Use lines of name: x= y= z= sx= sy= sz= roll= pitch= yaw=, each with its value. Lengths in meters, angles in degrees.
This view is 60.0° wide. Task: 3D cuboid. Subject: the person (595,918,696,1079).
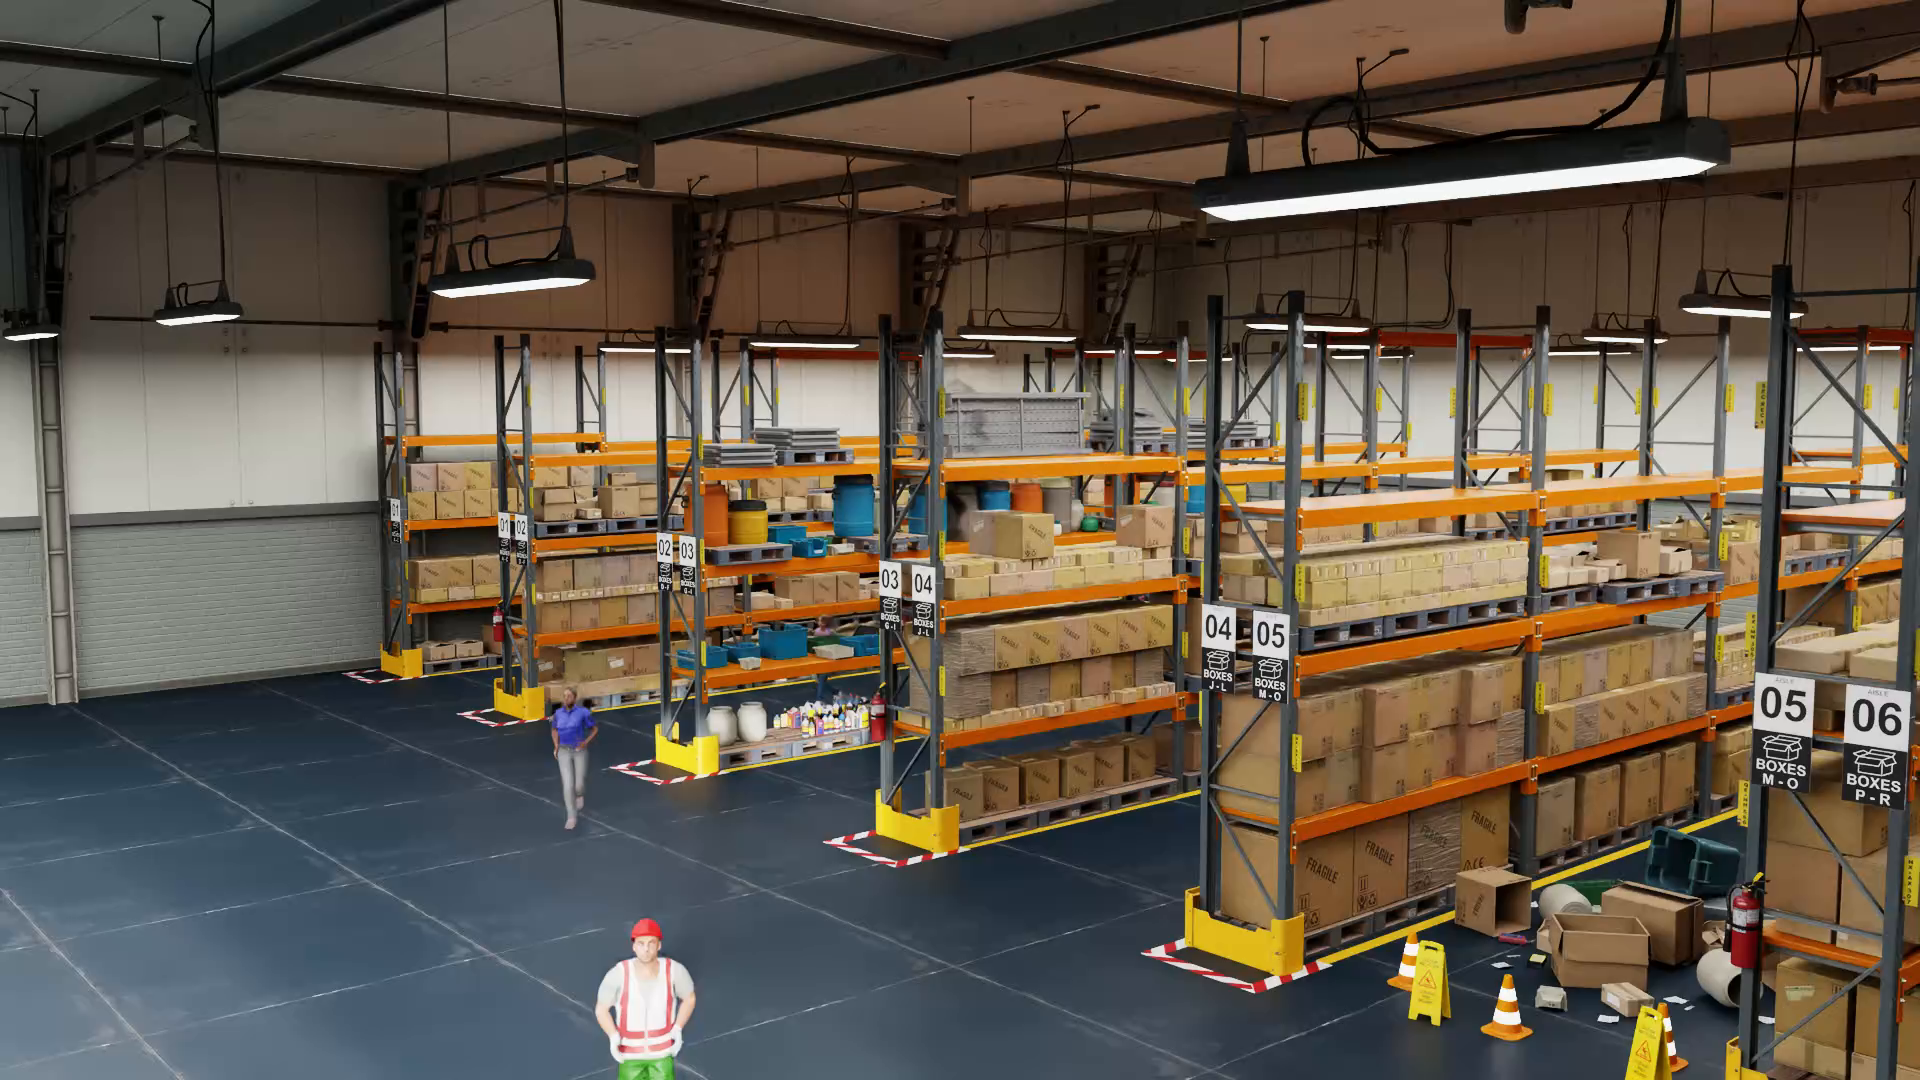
person: x=-2.031 y=3.310 z=10.798 sx=0.649 sy=1.755 sz=0.761 roll=-1 pitch=5 yaw=-13

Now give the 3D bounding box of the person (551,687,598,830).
person: x=-4.612 y=2.569 z=19.808 sx=0.550 sy=1.635 sz=0.706 roll=0 pitch=5 yaw=-2

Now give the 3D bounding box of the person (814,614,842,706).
person: x=-2.139 y=1.962 z=26.367 sx=0.540 sy=1.593 sz=0.872 roll=4 pitch=6 yaw=36
